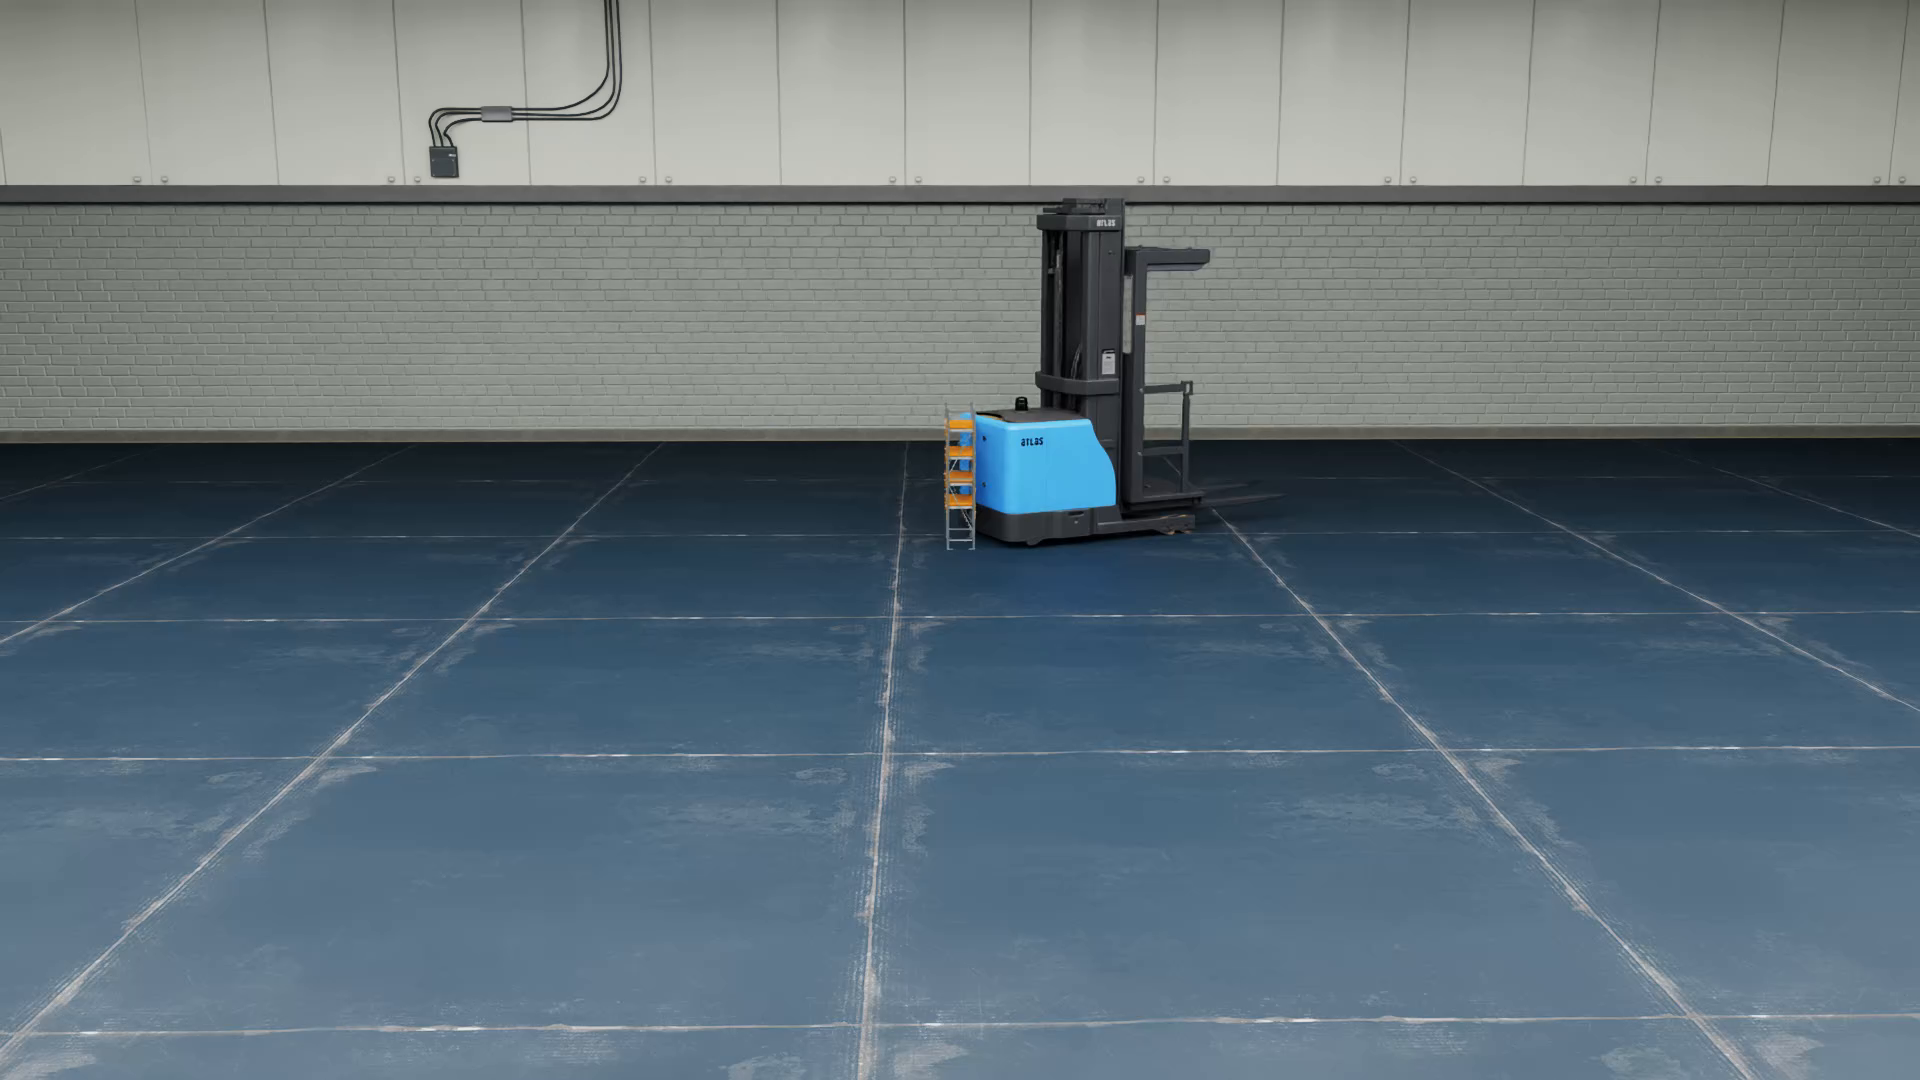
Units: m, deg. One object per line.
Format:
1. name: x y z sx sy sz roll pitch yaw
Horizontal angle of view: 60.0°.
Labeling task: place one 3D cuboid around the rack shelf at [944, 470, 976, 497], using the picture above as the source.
1. rack shelf: -0.003 -0.489 14.286 0.258 0.148 0.480 0 11 -3

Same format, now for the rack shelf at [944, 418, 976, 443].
1. rack shelf: -0.002 -0.940 14.194 0.258 0.148 0.480 0 11 -3

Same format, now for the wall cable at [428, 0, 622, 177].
1. wall cable: -5.153 -7.284 19.276 2.305 6.003 0.169 0 11 -1

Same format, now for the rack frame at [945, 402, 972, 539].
1. rack frame: -0.014 -0.603 14.511 0.240 1.200 0.015 0 11 -3

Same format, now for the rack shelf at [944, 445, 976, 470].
1. rack shelf: -0.002 -0.708 14.241 0.258 0.148 0.480 0 11 -3

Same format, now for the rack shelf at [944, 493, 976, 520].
1. rack shelf: -0.004 -0.294 14.325 0.258 0.148 0.480 0 11 -3

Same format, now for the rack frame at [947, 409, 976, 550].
1. rack frame: 0.008 -0.506 14.033 0.240 1.200 0.015 0 11 -3

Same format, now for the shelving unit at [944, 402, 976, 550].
1. shelving unit: -0.003 -0.554 14.272 0.258 1.200 0.503 0 11 -3

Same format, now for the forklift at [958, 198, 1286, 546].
1. forklift: 1.539 -1.567 14.910 3.031 2.935 1.130 -6 13 -26
